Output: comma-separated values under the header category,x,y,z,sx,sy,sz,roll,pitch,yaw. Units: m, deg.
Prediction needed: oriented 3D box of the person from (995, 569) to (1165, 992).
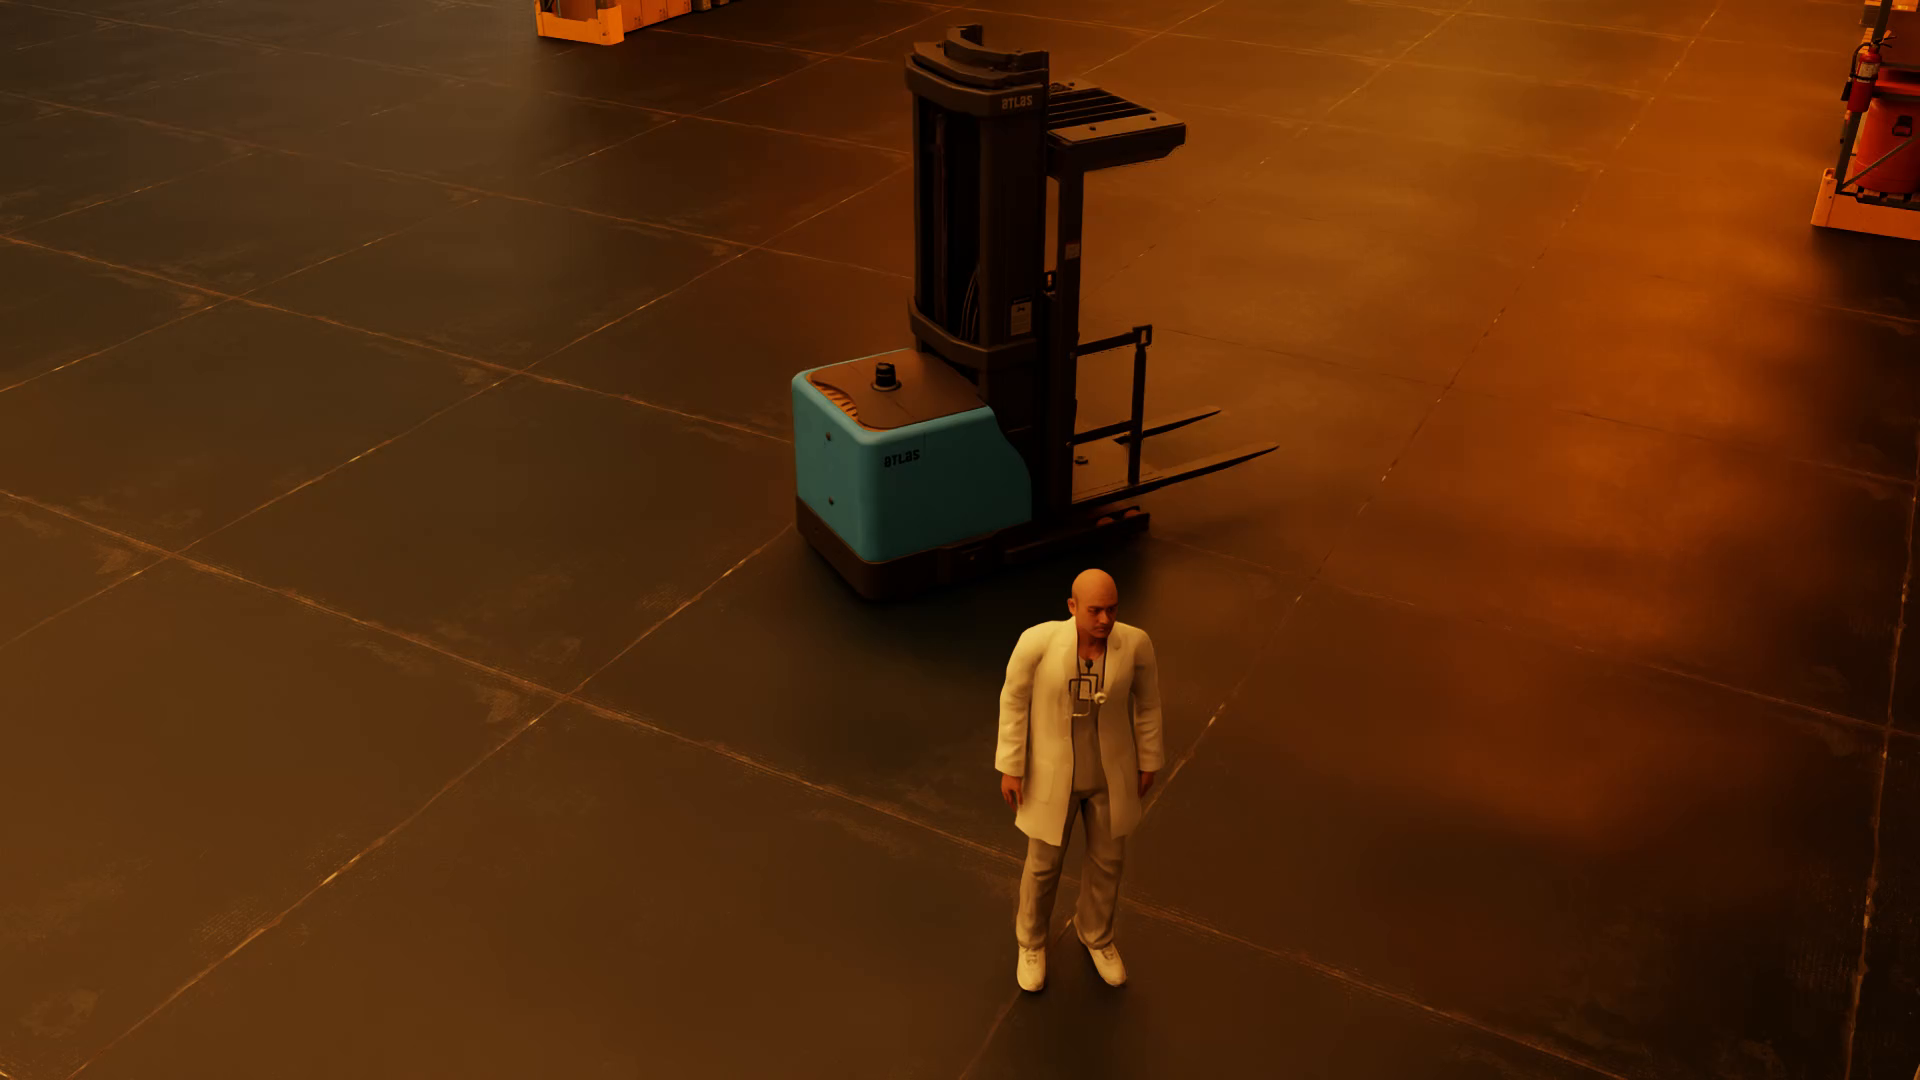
category,x,y,z,sx,sy,sz,roll,pitch,yaw
person,0.484,0.961,6.569,0.684,1.791,0.507,-3,30,-5

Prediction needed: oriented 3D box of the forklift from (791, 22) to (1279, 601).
category,x,y,z,sx,sy,sz,roll,pitch,yaw
forklift,0.555,-1.451,9.584,3.031,2.935,1.130,-16,34,-25
